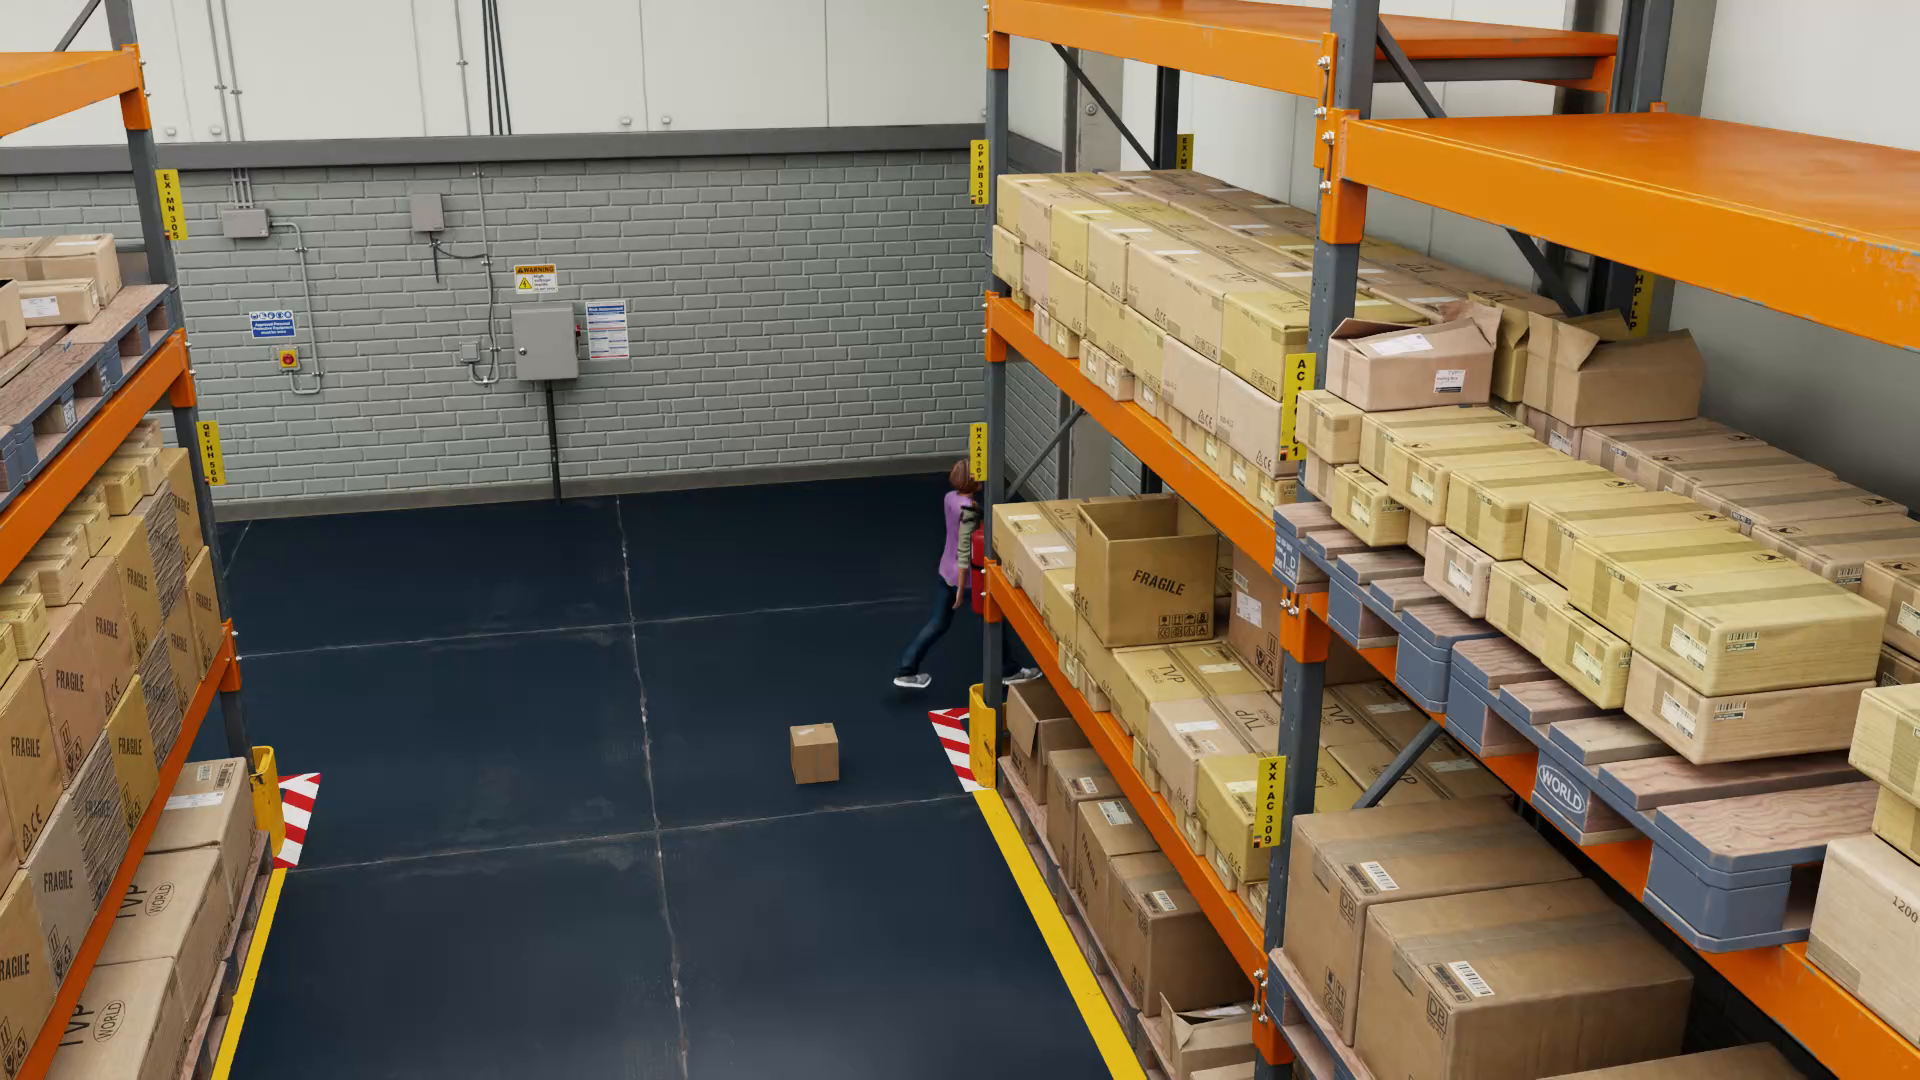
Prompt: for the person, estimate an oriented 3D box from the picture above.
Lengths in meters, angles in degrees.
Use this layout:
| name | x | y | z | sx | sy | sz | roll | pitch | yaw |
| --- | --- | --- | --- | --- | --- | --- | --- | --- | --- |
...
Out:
| name | x | y | z | sx | sy | sz | roll | pitch | yaw |
| --- | --- | --- | --- | --- | --- | --- | --- | --- | --- |
| person | 0.041 | 0.214 | 10.478 | 0.979 | 1.538 | 0.430 | -9 | 22 | -23 |
